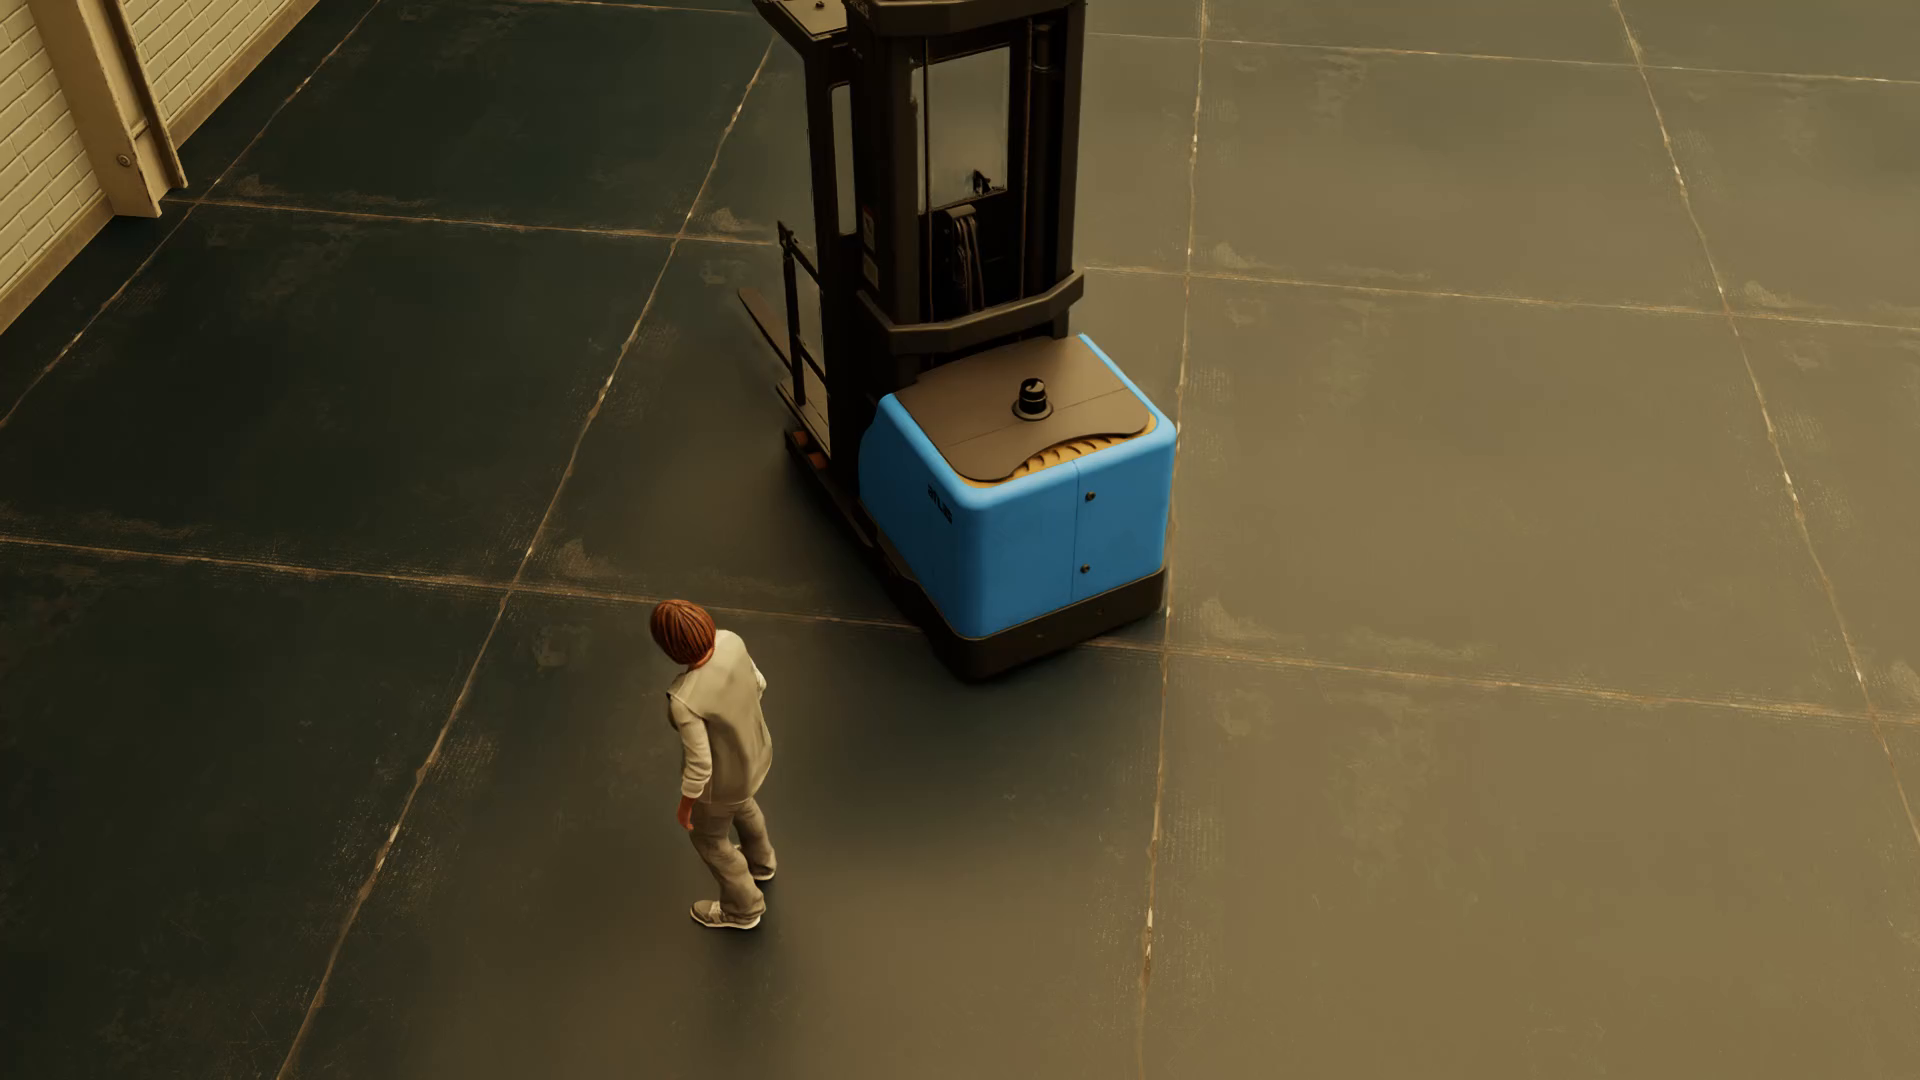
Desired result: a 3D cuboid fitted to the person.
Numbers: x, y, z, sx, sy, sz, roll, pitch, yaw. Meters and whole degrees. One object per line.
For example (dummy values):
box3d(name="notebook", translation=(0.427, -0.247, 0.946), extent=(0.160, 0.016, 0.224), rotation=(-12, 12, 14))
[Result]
box3d(name="person", translation=(-0.852, 0.794, 5.853), extent=(0.363, 1.590, 0.505), rotation=(14, 45, 15))

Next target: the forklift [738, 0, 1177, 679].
box3d(name="forklift", translation=(-0.215, -1.477, 7.332), extent=(1.130, 2.935, 3.031), rotation=(-19, 46, -20))
